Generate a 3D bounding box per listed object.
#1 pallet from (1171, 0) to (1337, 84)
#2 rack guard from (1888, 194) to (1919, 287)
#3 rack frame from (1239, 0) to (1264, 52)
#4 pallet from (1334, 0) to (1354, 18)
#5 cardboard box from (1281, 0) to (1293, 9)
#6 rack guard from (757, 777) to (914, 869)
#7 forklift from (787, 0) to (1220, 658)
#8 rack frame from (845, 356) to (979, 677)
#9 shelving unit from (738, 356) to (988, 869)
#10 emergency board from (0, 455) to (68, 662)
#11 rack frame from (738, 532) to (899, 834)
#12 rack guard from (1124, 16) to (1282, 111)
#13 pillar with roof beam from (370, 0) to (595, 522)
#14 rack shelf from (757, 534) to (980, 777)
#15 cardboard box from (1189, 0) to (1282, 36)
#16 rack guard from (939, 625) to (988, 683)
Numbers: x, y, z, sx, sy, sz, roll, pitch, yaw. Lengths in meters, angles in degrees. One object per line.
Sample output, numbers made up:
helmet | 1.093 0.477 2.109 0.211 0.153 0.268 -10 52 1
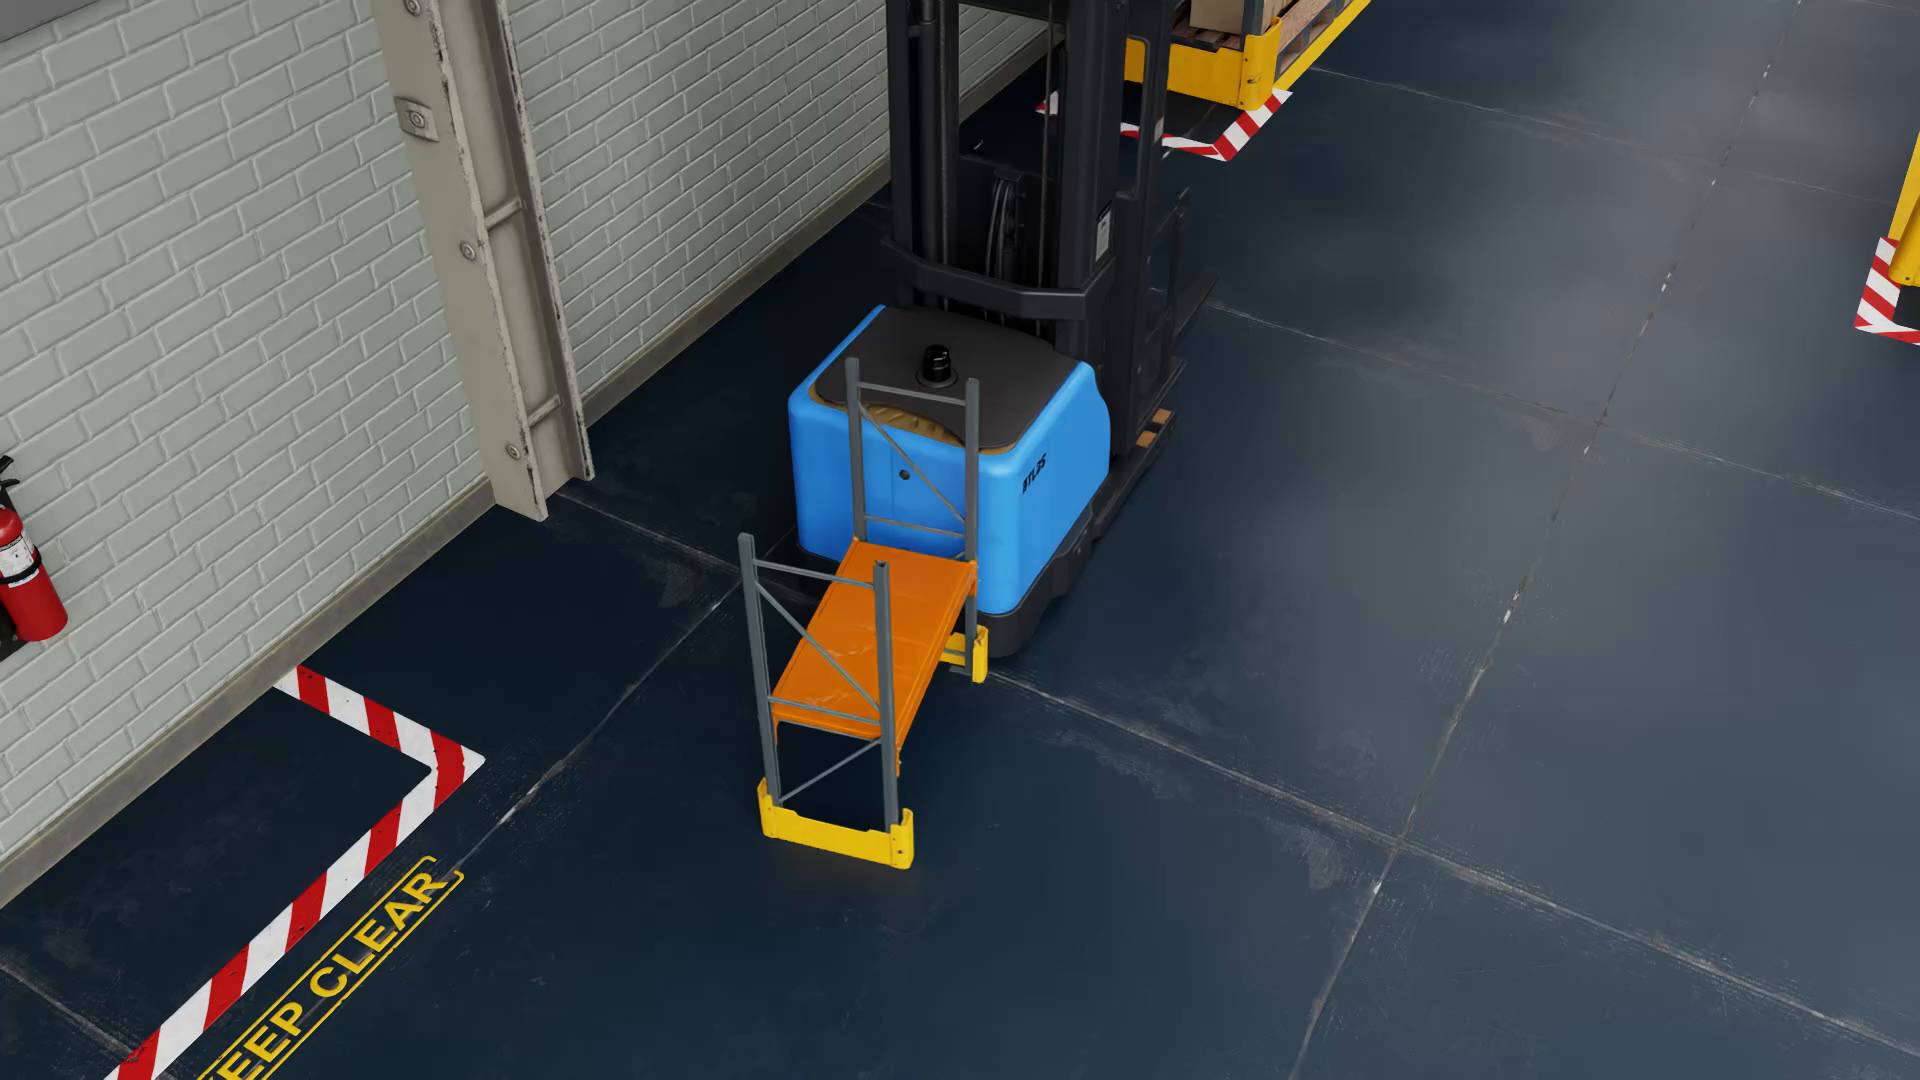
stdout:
pallet | 1.912 -3.569 11.459 1.003 0.211 1.213 21 45 22
rack guard | 5.716 -1.531 8.926 1.175 0.500 0.348 21 45 22
rack frame | 1.437 -4.119 9.973 1.000 3.000 0.127 21 45 22
pallet | 2.524 -4.265 12.249 1.003 0.211 1.213 21 45 22
cardboard box | 2.147 -3.968 11.503 0.500 0.311 0.500 25 47 25
rack guard | -0.461 1.051 6.183 0.587 0.250 0.087 11 43 12
forklift | 0.409 -1.581 7.143 1.130 2.935 3.031 18 45 20
rack frame | -0.174 -0.049 6.486 0.500 1.500 0.032 11 43 12
shelving unit | -0.318 0.267 6.127 0.587 1.500 1.083 11 43 12
emergency board | -3.234 0.029 5.263 0.194 1.169 0.643 21 45 22
rack frame | -0.466 0.595 5.756 0.500 1.500 0.032 11 43 12
rack guard | 1.475 -3.225 10.849 1.175 0.500 0.348 21 45 22
pillar with roof beam | 1.763 -2.200 3.255 9.100 9.000 0.400 21 45 22
rack shelf | -0.320 0.408 6.240 0.538 0.185 1.000 11 43 12
cardboard box | 1.861 -3.641 11.132 0.500 0.311 0.500 16 44 17
rack guard | -0.175 0.421 6.899 0.587 0.250 0.087 11 43 12
